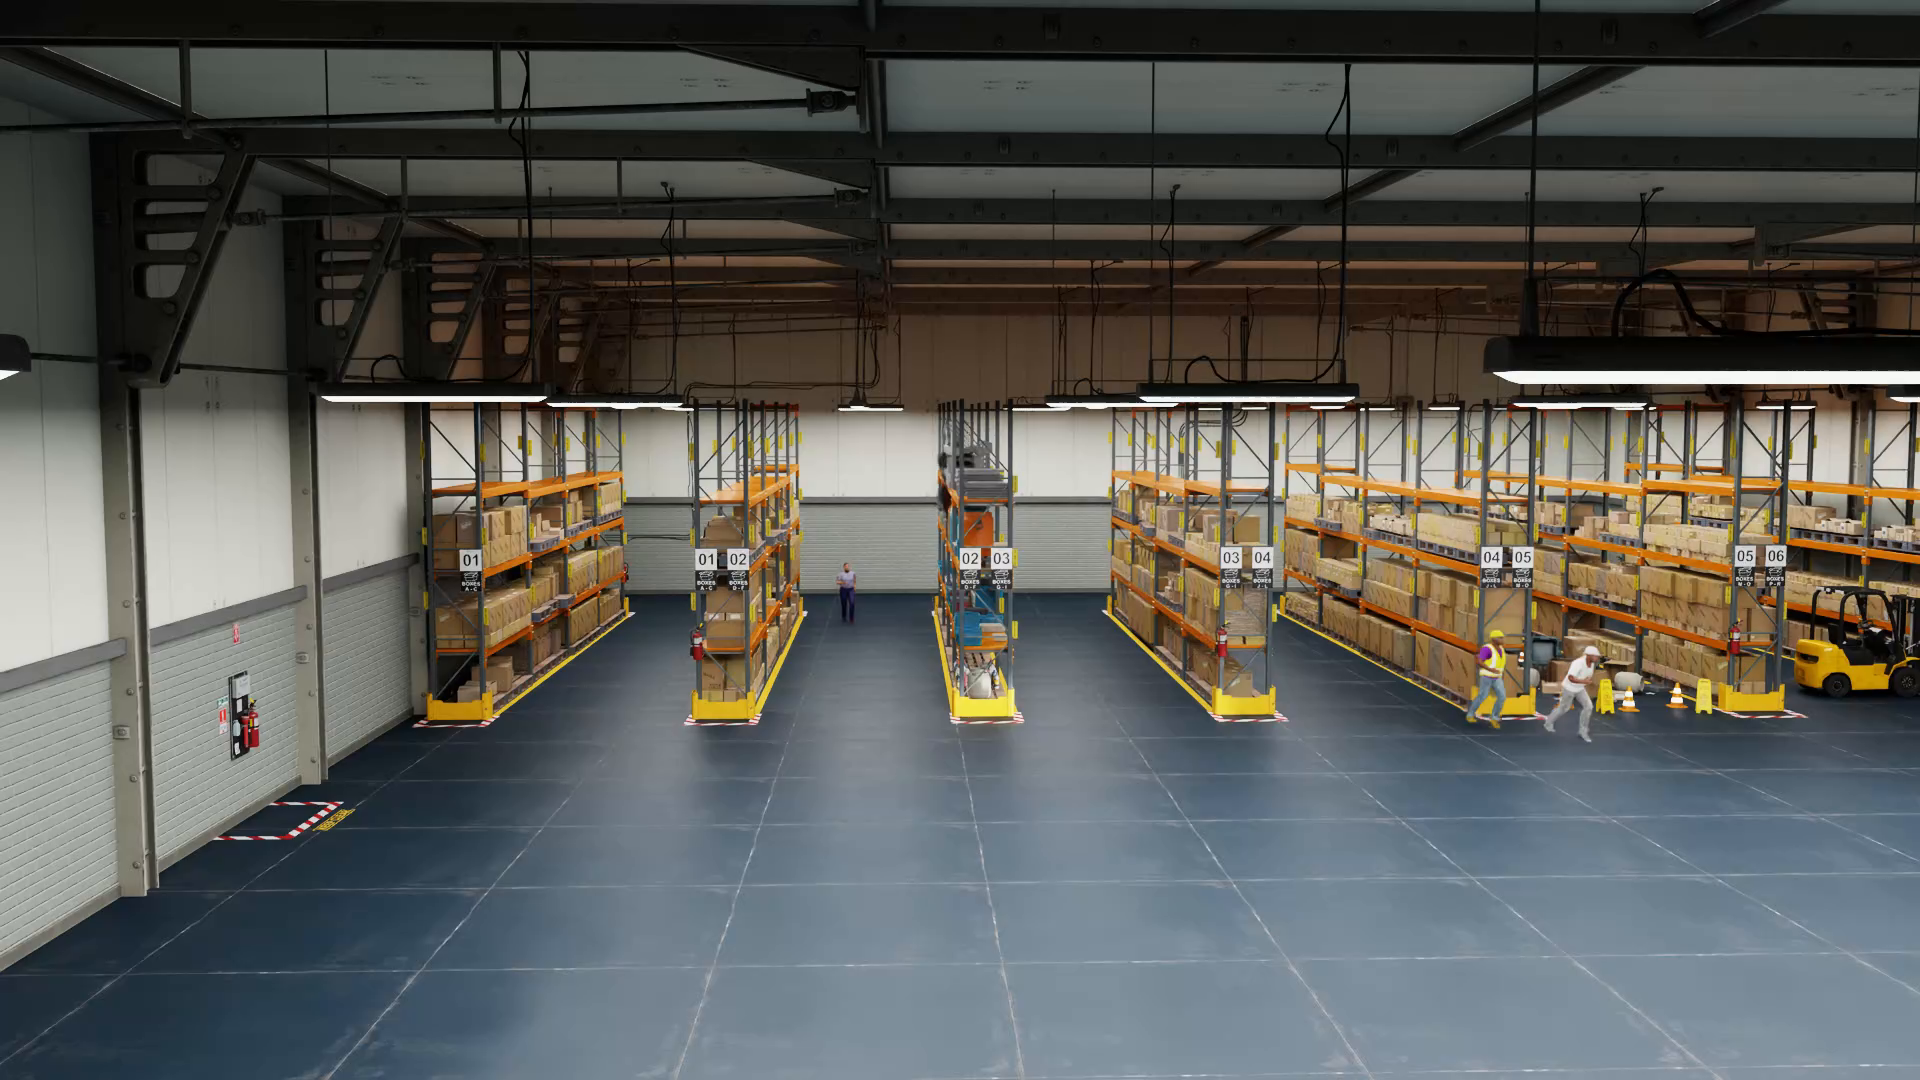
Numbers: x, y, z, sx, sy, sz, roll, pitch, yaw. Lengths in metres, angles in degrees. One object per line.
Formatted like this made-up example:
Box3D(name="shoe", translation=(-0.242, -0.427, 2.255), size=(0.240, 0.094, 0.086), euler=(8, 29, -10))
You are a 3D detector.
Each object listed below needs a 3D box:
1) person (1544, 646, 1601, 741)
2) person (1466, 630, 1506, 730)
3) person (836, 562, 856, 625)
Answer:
Box3D(name="person", translation=(10.818, 2.689, 29.355), size=(0.745, 1.716, 1.030), euler=(-4, 6, -40))
Box3D(name="person", translation=(9.742, 2.543, 30.455), size=(0.763, 1.806, 0.679), euler=(-3, 5, -30))
Box3D(name="person", translation=(-3.100, 1.457, 45.382), size=(0.594, 1.701, 0.787), euler=(-1, 4, -9))
